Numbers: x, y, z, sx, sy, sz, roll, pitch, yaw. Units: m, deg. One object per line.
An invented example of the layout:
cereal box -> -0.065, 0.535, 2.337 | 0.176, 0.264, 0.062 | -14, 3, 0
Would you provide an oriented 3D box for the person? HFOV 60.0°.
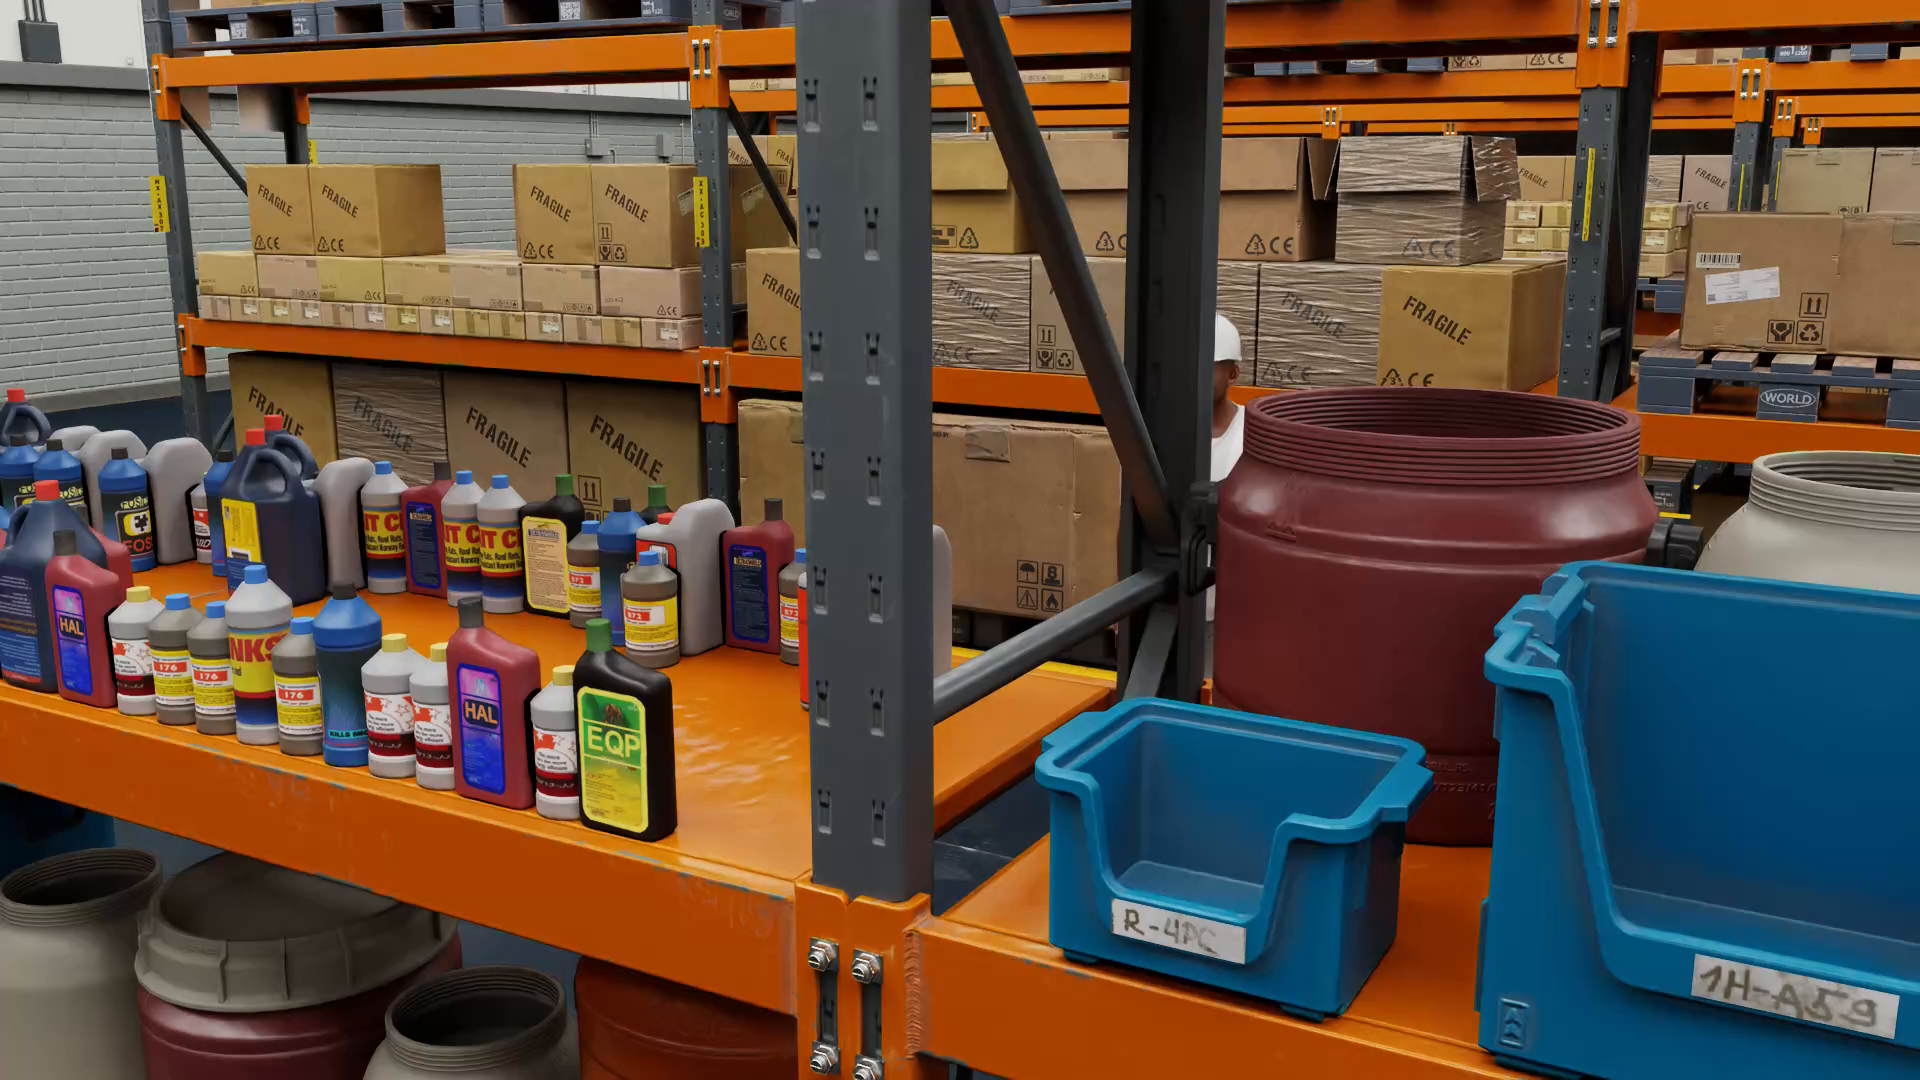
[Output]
person -> 0.692, 0.225, 4.913 | 0.588, 1.775, 0.533 | 7, 14, 30
